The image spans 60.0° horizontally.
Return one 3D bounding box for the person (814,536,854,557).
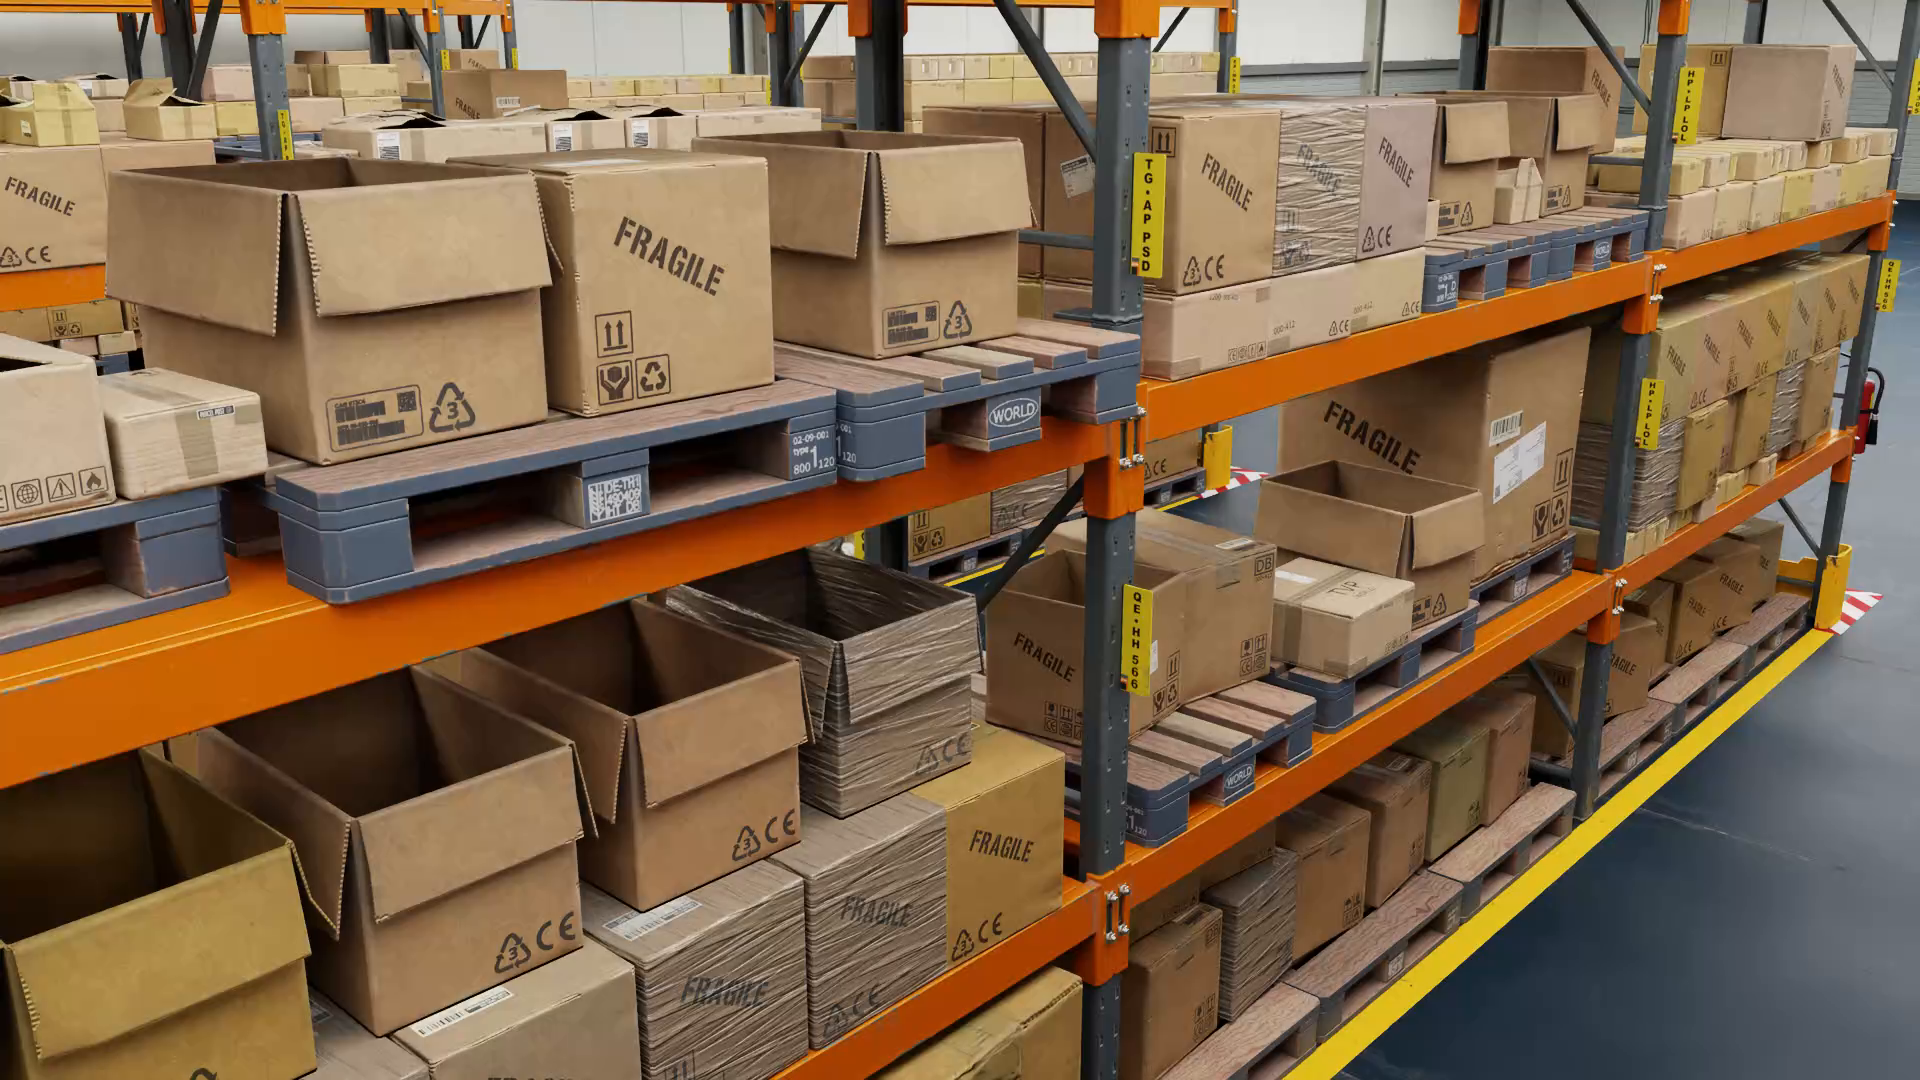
[{"bbox_3d":[-0.591,0.437,9.455,0.522,1.180,0.796,15,22,39],"label":"person"}]
